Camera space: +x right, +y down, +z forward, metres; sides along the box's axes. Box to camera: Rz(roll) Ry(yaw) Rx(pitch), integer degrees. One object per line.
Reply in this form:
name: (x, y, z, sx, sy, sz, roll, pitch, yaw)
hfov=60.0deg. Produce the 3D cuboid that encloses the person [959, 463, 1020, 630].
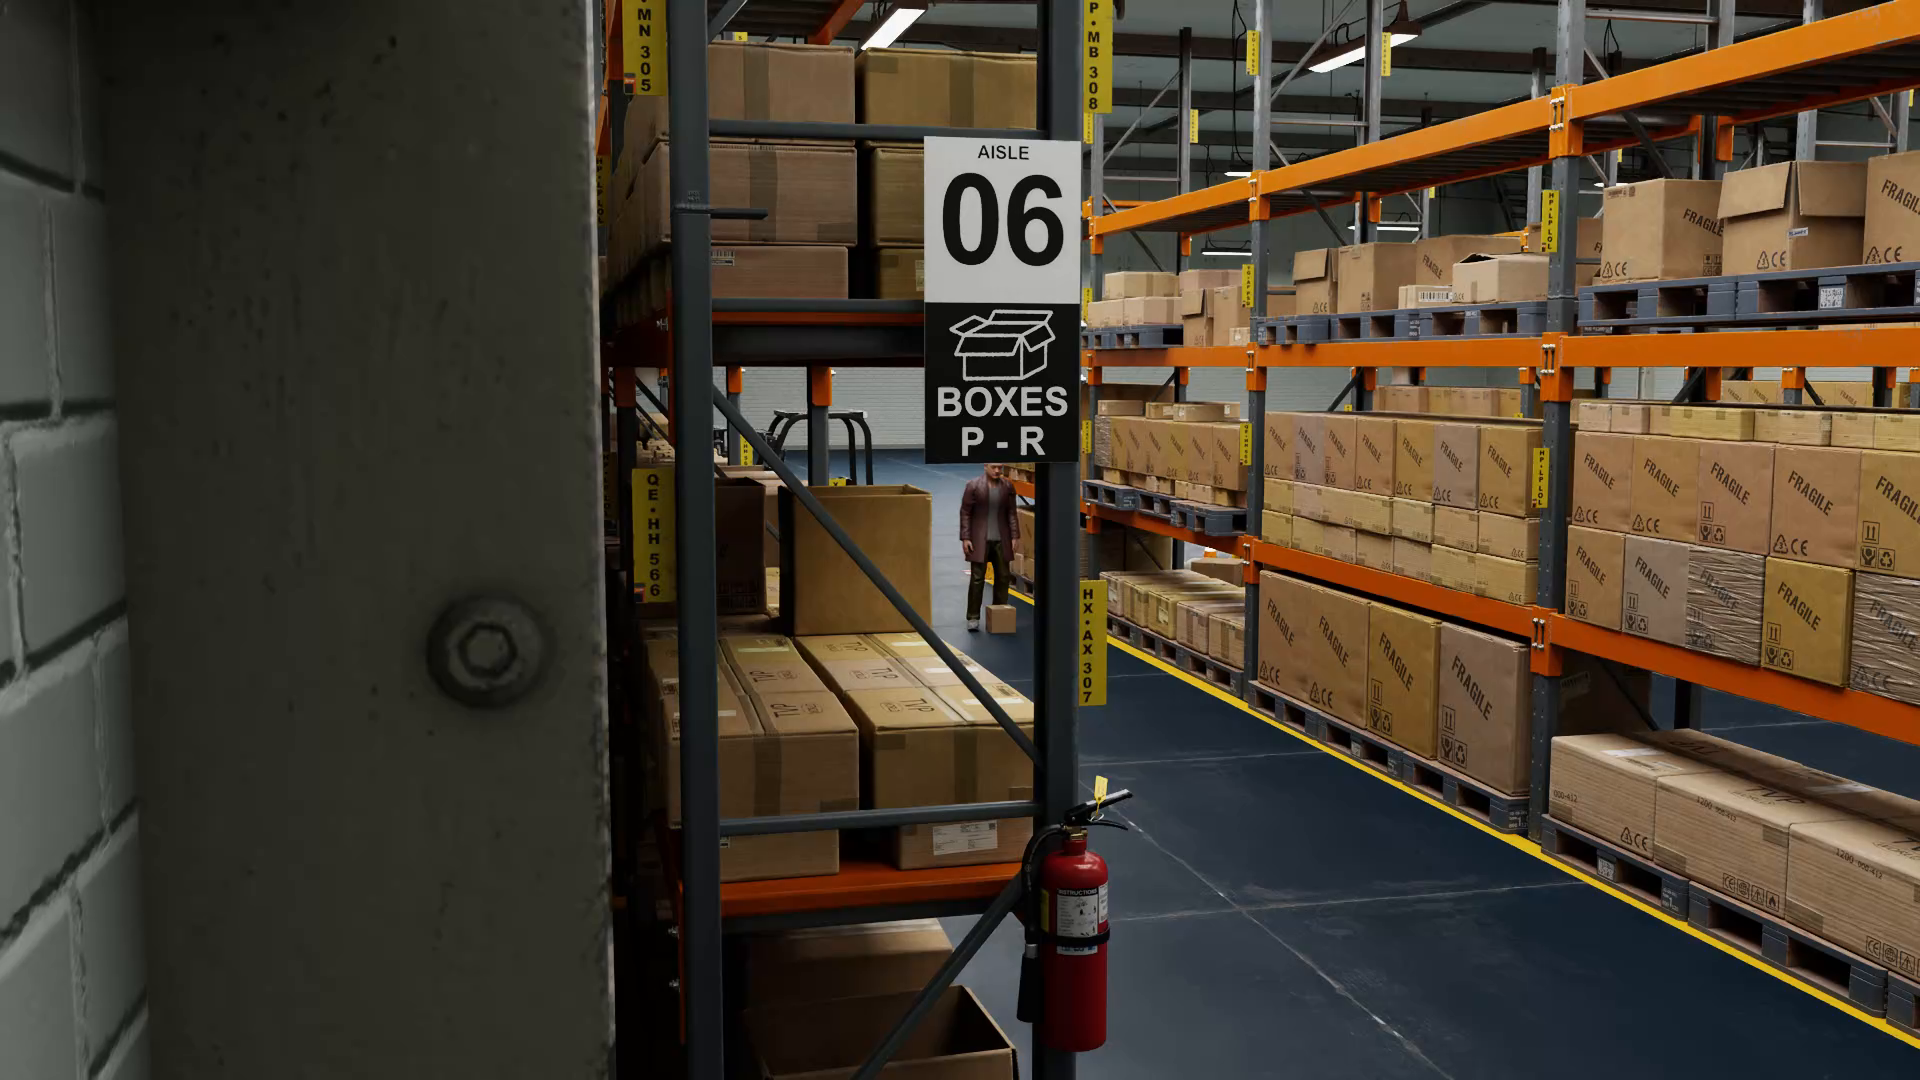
person: (0.304, 0.010, 16.795, 0.641, 1.773, 0.431, -2, 6, -17)
